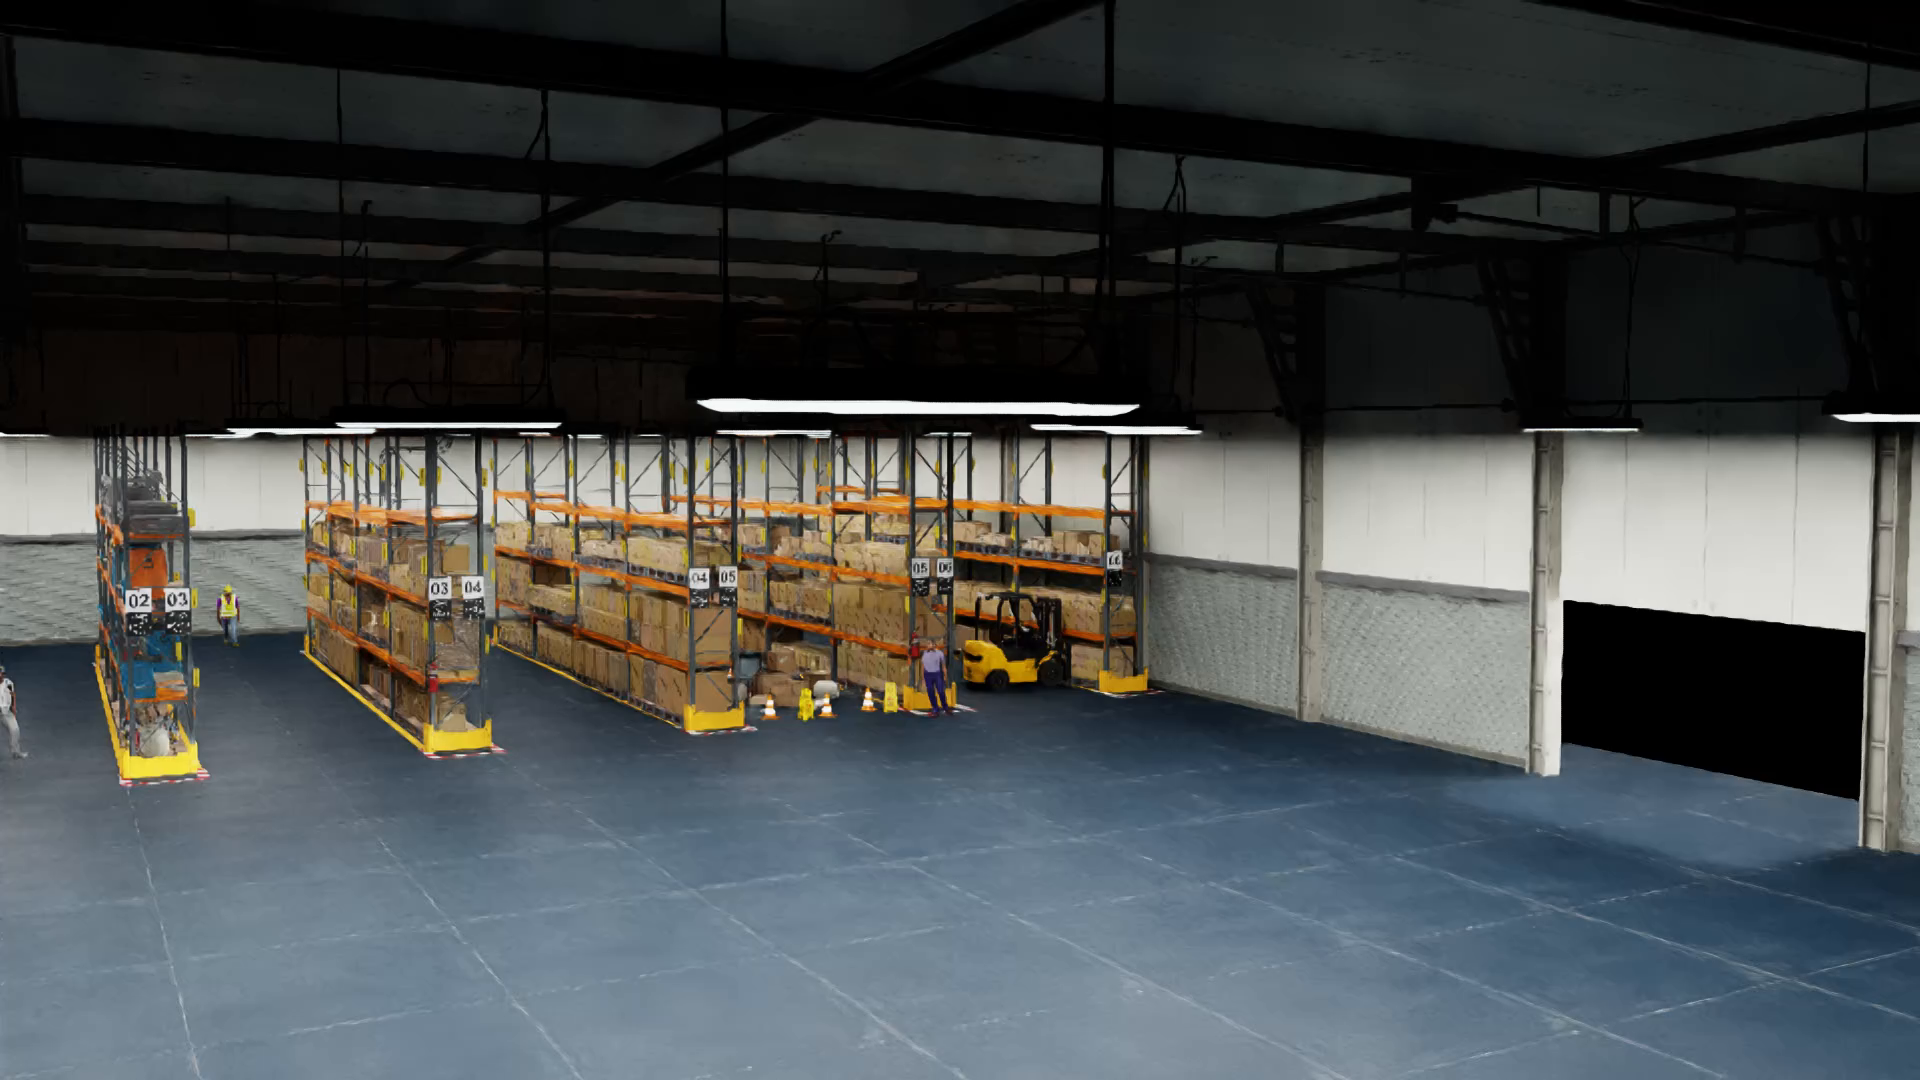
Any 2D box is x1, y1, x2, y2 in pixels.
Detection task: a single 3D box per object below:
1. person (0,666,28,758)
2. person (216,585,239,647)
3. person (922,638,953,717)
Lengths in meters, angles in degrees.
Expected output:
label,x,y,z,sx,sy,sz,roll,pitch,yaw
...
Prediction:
label,x,y,z,sx,sy,sz,roll,pitch,yaw
person,-17.202,3.063,29.766,0.863,1.690,0.700,3,5,44
person,-20.238,2.086,45.981,0.577,1.687,1.121,-2,4,-27
person,-0.472,2.833,34.301,0.631,1.622,0.459,1,4,15
